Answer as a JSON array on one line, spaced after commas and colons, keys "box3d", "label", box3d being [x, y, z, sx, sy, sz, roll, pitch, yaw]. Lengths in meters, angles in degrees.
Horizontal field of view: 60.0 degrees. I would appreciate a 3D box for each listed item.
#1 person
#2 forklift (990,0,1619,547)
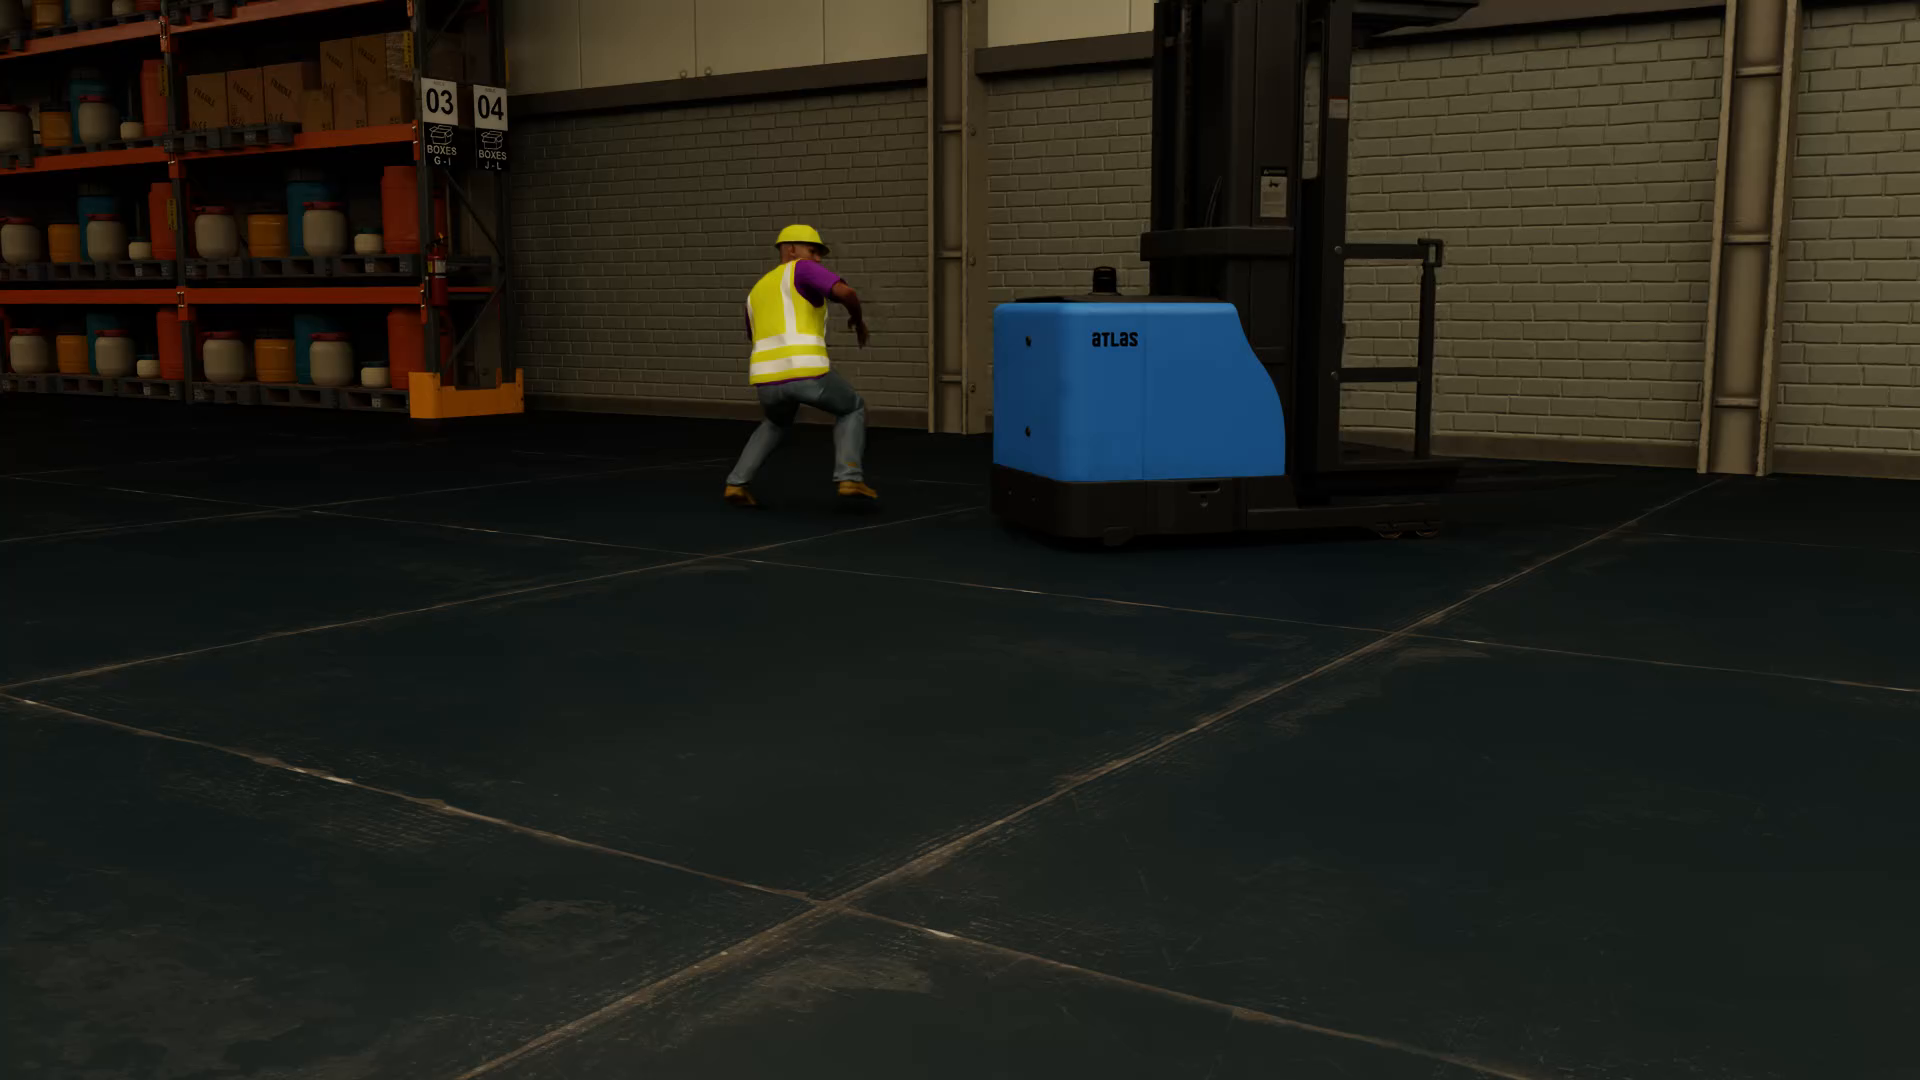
[{"box3d": [-0.806, -0.884, 8.709, 0.873, 1.520, 0.863, 4, 9, 27], "label": "person"}, {"box3d": [1.719, -1.520, 7.885, 3.031, 2.935, 1.130, -3, 9, -18], "label": "forklift"}]
